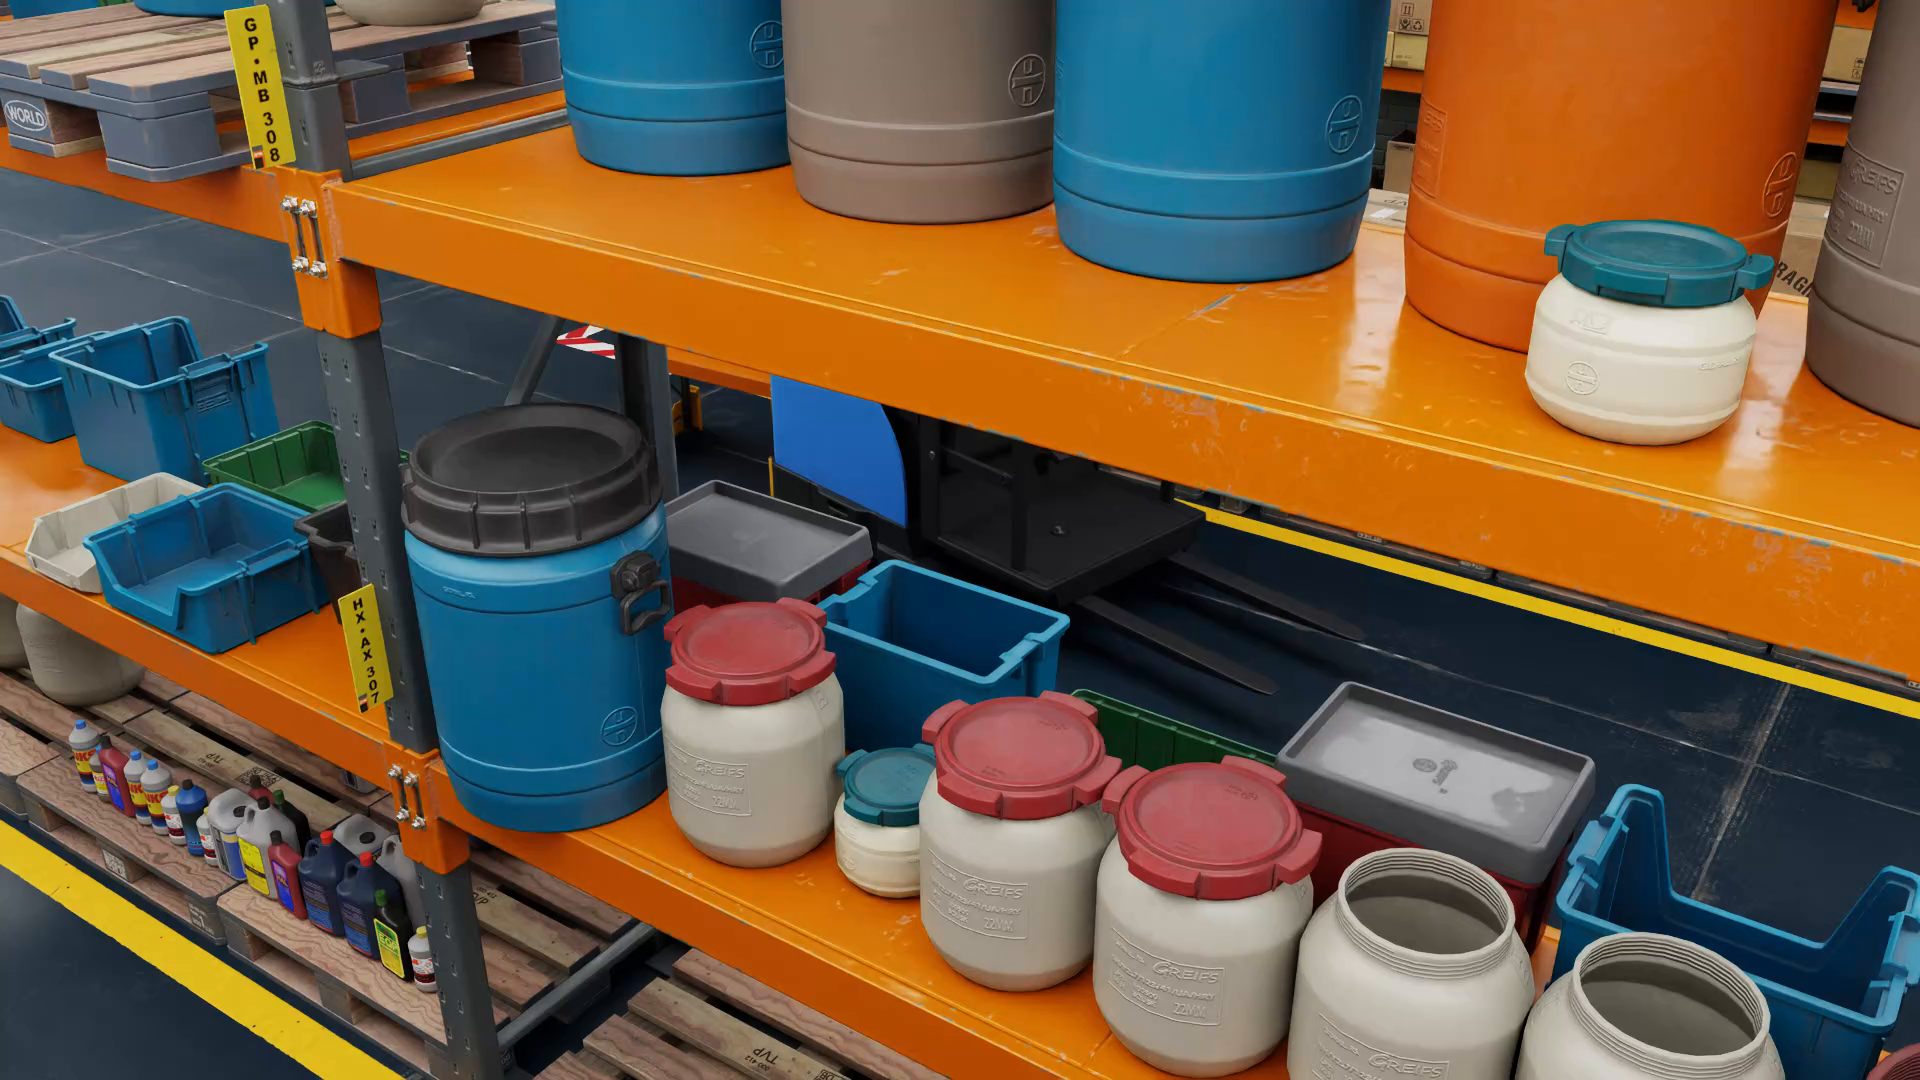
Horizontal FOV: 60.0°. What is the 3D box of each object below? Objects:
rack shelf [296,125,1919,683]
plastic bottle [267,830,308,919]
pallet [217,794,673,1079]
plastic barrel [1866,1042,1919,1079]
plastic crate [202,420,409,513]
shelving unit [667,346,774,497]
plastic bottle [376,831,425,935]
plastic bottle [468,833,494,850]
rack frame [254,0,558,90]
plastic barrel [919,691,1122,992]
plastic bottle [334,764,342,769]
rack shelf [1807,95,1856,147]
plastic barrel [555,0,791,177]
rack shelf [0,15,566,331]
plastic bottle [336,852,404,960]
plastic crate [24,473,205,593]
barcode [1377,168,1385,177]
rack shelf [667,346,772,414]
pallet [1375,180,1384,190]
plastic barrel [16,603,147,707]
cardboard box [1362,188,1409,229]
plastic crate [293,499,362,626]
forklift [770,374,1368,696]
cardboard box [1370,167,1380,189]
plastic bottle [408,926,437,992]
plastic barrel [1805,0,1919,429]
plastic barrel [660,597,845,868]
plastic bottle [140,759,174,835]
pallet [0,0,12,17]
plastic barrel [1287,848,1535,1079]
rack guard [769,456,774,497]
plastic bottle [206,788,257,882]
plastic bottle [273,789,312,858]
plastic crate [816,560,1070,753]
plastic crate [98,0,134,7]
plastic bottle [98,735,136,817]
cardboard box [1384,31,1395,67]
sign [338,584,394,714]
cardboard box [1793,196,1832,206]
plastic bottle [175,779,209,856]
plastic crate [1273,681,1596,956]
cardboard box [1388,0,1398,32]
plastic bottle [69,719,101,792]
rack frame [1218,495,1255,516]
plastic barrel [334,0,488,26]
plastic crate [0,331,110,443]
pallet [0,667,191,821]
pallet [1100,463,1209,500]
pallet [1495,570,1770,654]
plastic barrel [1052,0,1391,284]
[{"bbox_3d":[0.503,-0.312,3.042,4.000,0.370,1.077,17,32,30],"label":"rack shelf"},{"bbox_3d":[-2.155,1.072,5.347,0.133,0.283,0.061,20,33,34],"label":"plastic bottle"},{"bbox_3d":[-1.675,1.245,5.571,1.213,0.211,1.003,17,32,30],"label":"pallet"},{"bbox_3d":[1.598,1.151,2.531,0.708,0.536,0.600,17,32,30],"label":"plastic barrel"},{"bbox_3d":[-2.104,-0.169,5.509,0.662,0.188,0.450,17,32,30],"label":"plastic crate"},{"bbox_3d":[-1.225,-1.084,8.727,1.083,1.500,0.587,15,31,28],"label":"shelving unit"},{"bbox_3d":[-1.758,1.063,5.289,0.185,0.351,0.144,17,32,30],"label":"plastic bottle"},{"bbox_3d":[-1.657,0.866,5.676,0.185,0.351,0.144,17,32,30],"label":"plastic bottle"},{"bbox_3d":[-1.145,-2.483,3.208,0.127,3.000,1.000,17,32,30],"label":"rack frame"},{"bbox_3d":[0.124,0.646,3.524,0.433,0.535,0.433,0,27,0],"label":"plastic barrel"},{"bbox_3d":[-2.267,0.730,6.109,0.097,0.201,0.097,0,27,0],"label":"plastic bottle"},{"bbox_3d":[6.112,-2.679,11.001,4.000,0.370,1.077,17,32,30],"label":"rack shelf"},{"bbox_3d":[-0.603,-1.320,3.677,0.708,0.901,0.600,17,32,30],"label":"plastic barrel"},{"bbox_3d":[-2.794,-1.339,5.061,4.000,0.370,1.077,17,32,30],"label":"rack shelf"},{"bbox_3d":[-1.839,1.117,5.183,0.185,0.351,0.144,16,31,29],"label":"plastic bottle"},{"bbox_3d":[-2.627,-0.014,5.262,0.437,0.136,0.530,17,32,30],"label":"plastic crate"},{"bbox_3d":[3.343,-2.926,13.228,0.075,0.075,0.001,17,32,30],"label":"barcode"},{"bbox_3d":[-1.233,-0.926,8.813,1.000,0.185,0.538,15,31,28],"label":"rack shelf"},{"bbox_3d":[2.880,-2.743,13.407,1.213,0.211,1.003,17,32,30],"label":"pallet"},{"bbox_3d":[-3.443,0.354,6.527,0.421,0.512,0.421,0,27,0],"label":"plastic barrel"},{"bbox_3d":[2.093,-1.484,8.023,0.500,0.250,0.500,20,33,33],"label":"cardboard box"},{"bbox_3d":[-1.505,0.036,4.940,0.504,0.338,0.767,17,32,30],"label":"plastic crate"},{"bbox_3d":[0.430,-1.100,7.179,1.130,2.935,3.031,-23,35,-38],"label":"forklift"},{"bbox_3d":[3.157,-2.857,13.215,0.250,0.149,0.380,15,30,26],"label":"cardboard box"},{"bbox_3d":[-1.621,1.265,5.058,0.097,0.201,0.097,0,27,0],"label":"plastic bottle"},{"bbox_3d":[1.598,-0.635,2.330,0.600,0.901,0.600,0,27,0],"label":"plastic barrel"},{"bbox_3d":[-0.481,0.457,3.894,0.433,0.535,0.433,0,27,0],"label":"plastic barrel"},{"bbox_3d":[-2.759,0.879,5.739,0.097,0.271,0.097,0,27,0],"label":"plastic bottle"},{"bbox_3d":[-3.816,-1.840,5.460,1.213,0.211,1.003,17,32,30],"label":"pallet"},{"bbox_3d":[0.836,0.875,3.100,0.421,0.512,0.421,0,27,0],"label":"plastic barrel"},{"bbox_3d":[-0.801,-0.409,8.779,0.087,0.250,0.587,15,31,28],"label":"rack guard"},{"bbox_3d":[-2.395,0.975,5.545,0.135,0.276,0.152,18,32,31],"label":"plastic bottle"},{"bbox_3d":[-2.227,0.970,5.546,0.133,0.283,0.061,17,32,30],"label":"plastic bottle"},{"bbox_3d":[-0.060,0.364,4.244,0.575,0.384,0.392,17,32,30],"label":"plastic crate"},{"bbox_3d":[-2.292,-1.559,4.933,0.450,0.188,0.336,17,32,30],"label":"plastic crate"},{"bbox_3d":[-2.948,0.825,5.832,0.133,0.283,0.061,18,32,31],"label":"plastic bottle"},{"bbox_3d":[3.072,-3.718,12.392,0.500,0.250,0.500,17,32,30],"label":"cardboard box"},{"bbox_3d":[-1.466,0.270,4.107,0.005,0.325,0.100,17,32,30],"label":"sign"},{"bbox_3d":[5.932,-2.153,11.444,0.500,0.500,0.700,18,32,31],"label":"cardboard box"},{"bbox_3d":[-2.592,0.931,5.637,0.097,0.271,0.097,0,27,0],"label":"plastic bottle"},{"bbox_3d":[0.993,0.660,3.576,0.583,0.464,0.402,17,32,30],"label":"plastic crate"},{"bbox_3d":[3.075,-4.055,12.227,0.500,0.500,0.500,16,31,29],"label":"cardboard box"},{"bbox_3d":[-3.124,0.765,5.962,0.097,0.271,0.097,0,27,0],"label":"plastic bottle"},{"bbox_3d":[1.662,-1.661,8.206,0.127,3.000,1.000,17,32,30],"label":"rack frame"},{"bbox_3d":[-1.389,-1.567,4.129,0.421,0.512,0.421,0,27,0],"label":"plastic barrel"},{"bbox_3d":[-3.328,-0.585,6.256,0.408,0.251,0.499,17,32,30],"label":"plastic crate"},{"bbox_3d":[-3.687,0.619,6.802,1.213,0.211,1.003,17,32,30],"label":"pallet"},{"bbox_3d":[1.030,-0.638,9.270,1.213,0.211,1.003,17,32,30],"label":"pallet"},{"bbox_3d":[3.301,0.070,7.880,1.213,0.211,1.003,17,32,30],"label":"pallet"},{"bbox_3d":[0.475,-0.985,3.017,0.708,0.901,0.600,17,32,30],"label":"plastic barrel"}]
